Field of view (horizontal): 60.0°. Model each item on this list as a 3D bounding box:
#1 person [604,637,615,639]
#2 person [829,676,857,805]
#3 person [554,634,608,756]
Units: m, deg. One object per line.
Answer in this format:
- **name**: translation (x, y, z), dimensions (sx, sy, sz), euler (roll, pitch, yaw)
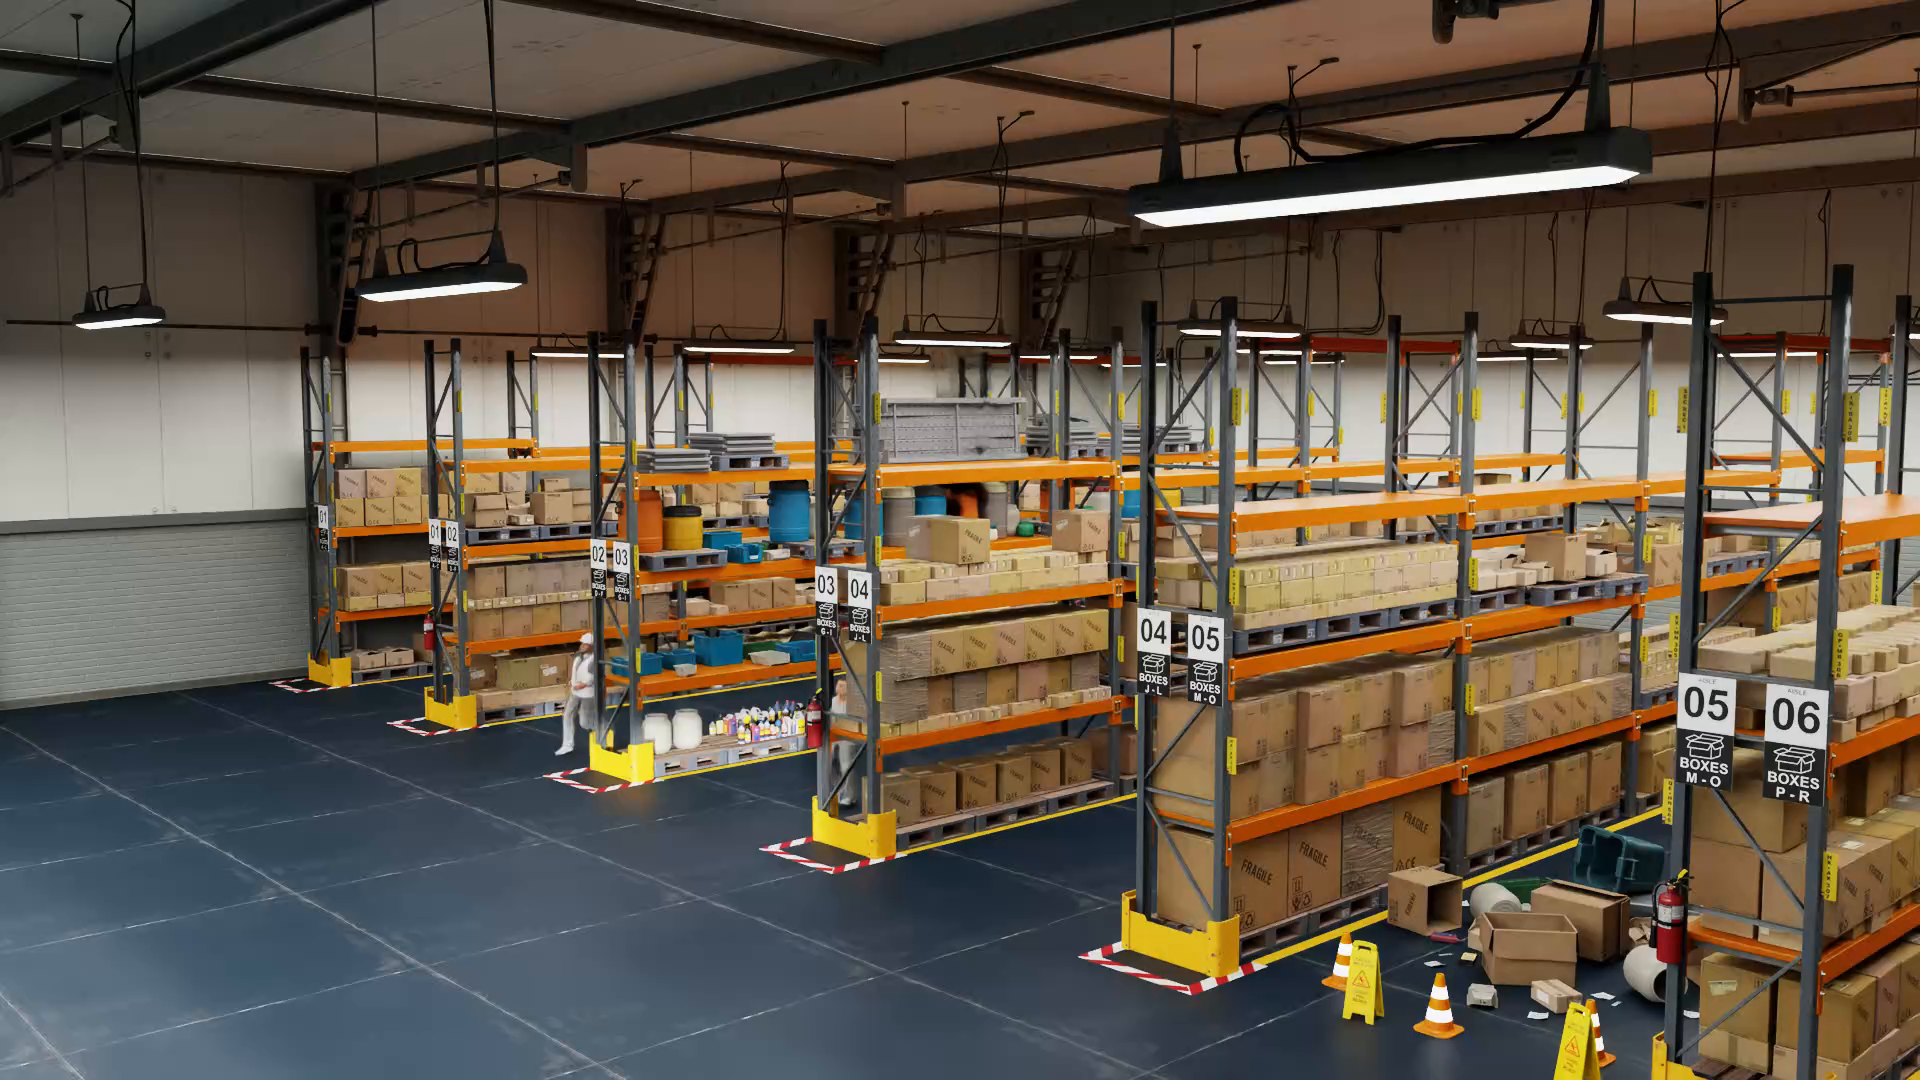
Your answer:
- **person**: translation (-6.479, 1.673, 30.198), dimensions (0.566, 1.657, 0.542), euler (4, 7, 41)
- **person**: translation (-1.494, 2.508, 20.678), dimensions (0.552, 1.639, 0.613), euler (3, 6, 31)
- **person**: translation (-5.349, 2.204, 23.898), dimensions (0.697, 1.753, 0.860), euler (4, 6, 38)
